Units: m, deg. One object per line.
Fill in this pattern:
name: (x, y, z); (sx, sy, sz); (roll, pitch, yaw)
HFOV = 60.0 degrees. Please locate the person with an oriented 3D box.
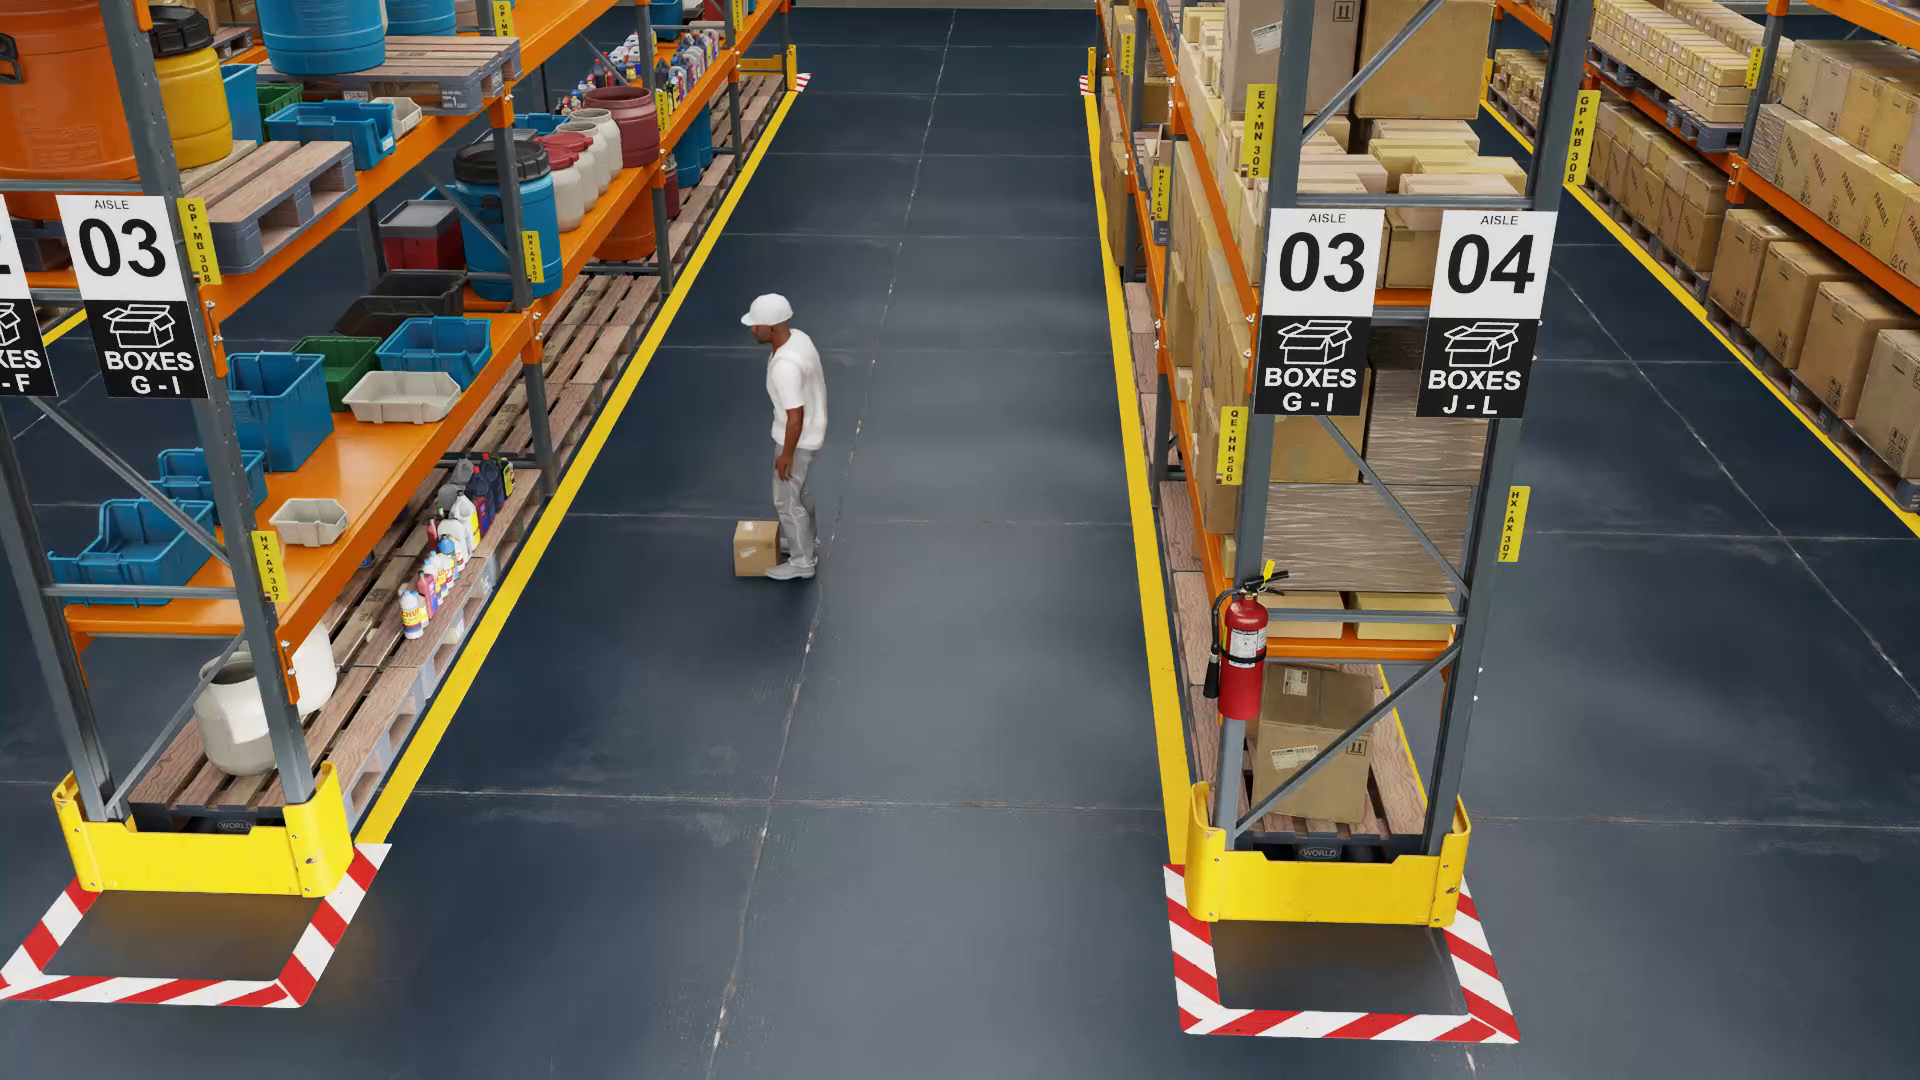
person: (-1.005, -0.615, 9.769); (0.463, 1.759, 0.627); (0, 28, -1)
